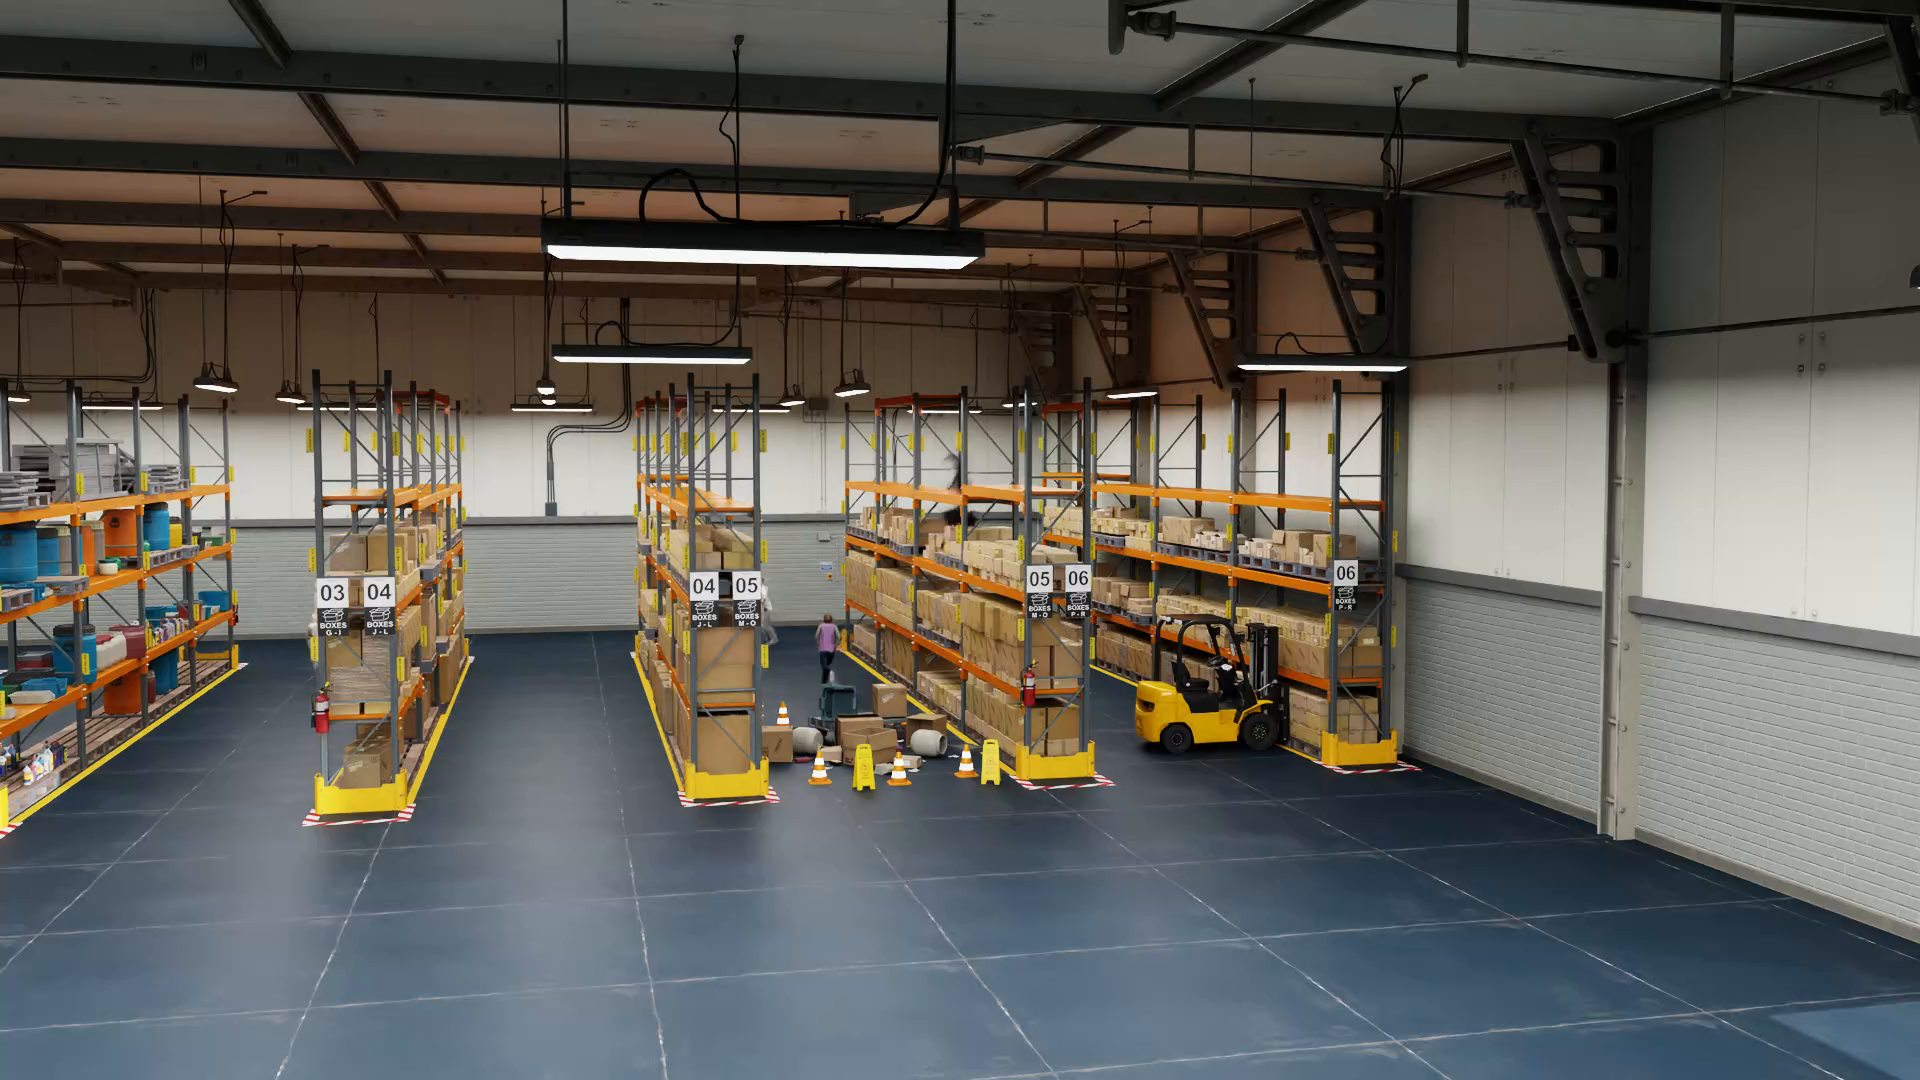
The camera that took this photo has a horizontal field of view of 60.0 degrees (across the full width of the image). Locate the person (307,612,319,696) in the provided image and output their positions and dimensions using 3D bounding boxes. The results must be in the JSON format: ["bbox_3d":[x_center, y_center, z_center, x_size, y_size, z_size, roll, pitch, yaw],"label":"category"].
[{"bbox_3d":[-12.840,2.248,33.503,0.581,1.689,1.057,-1,3,-15],"label":"person"}]

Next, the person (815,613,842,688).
[{"bbox_3d":[-2.669,2.291,33.791,0.540,1.584,0.872,-1,3,-19],"label":"person"}]

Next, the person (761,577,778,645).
[{"bbox_3d":[-4.909,1.744,41.223,0.800,1.737,0.697,-1,3,-19],"label":"person"}]
